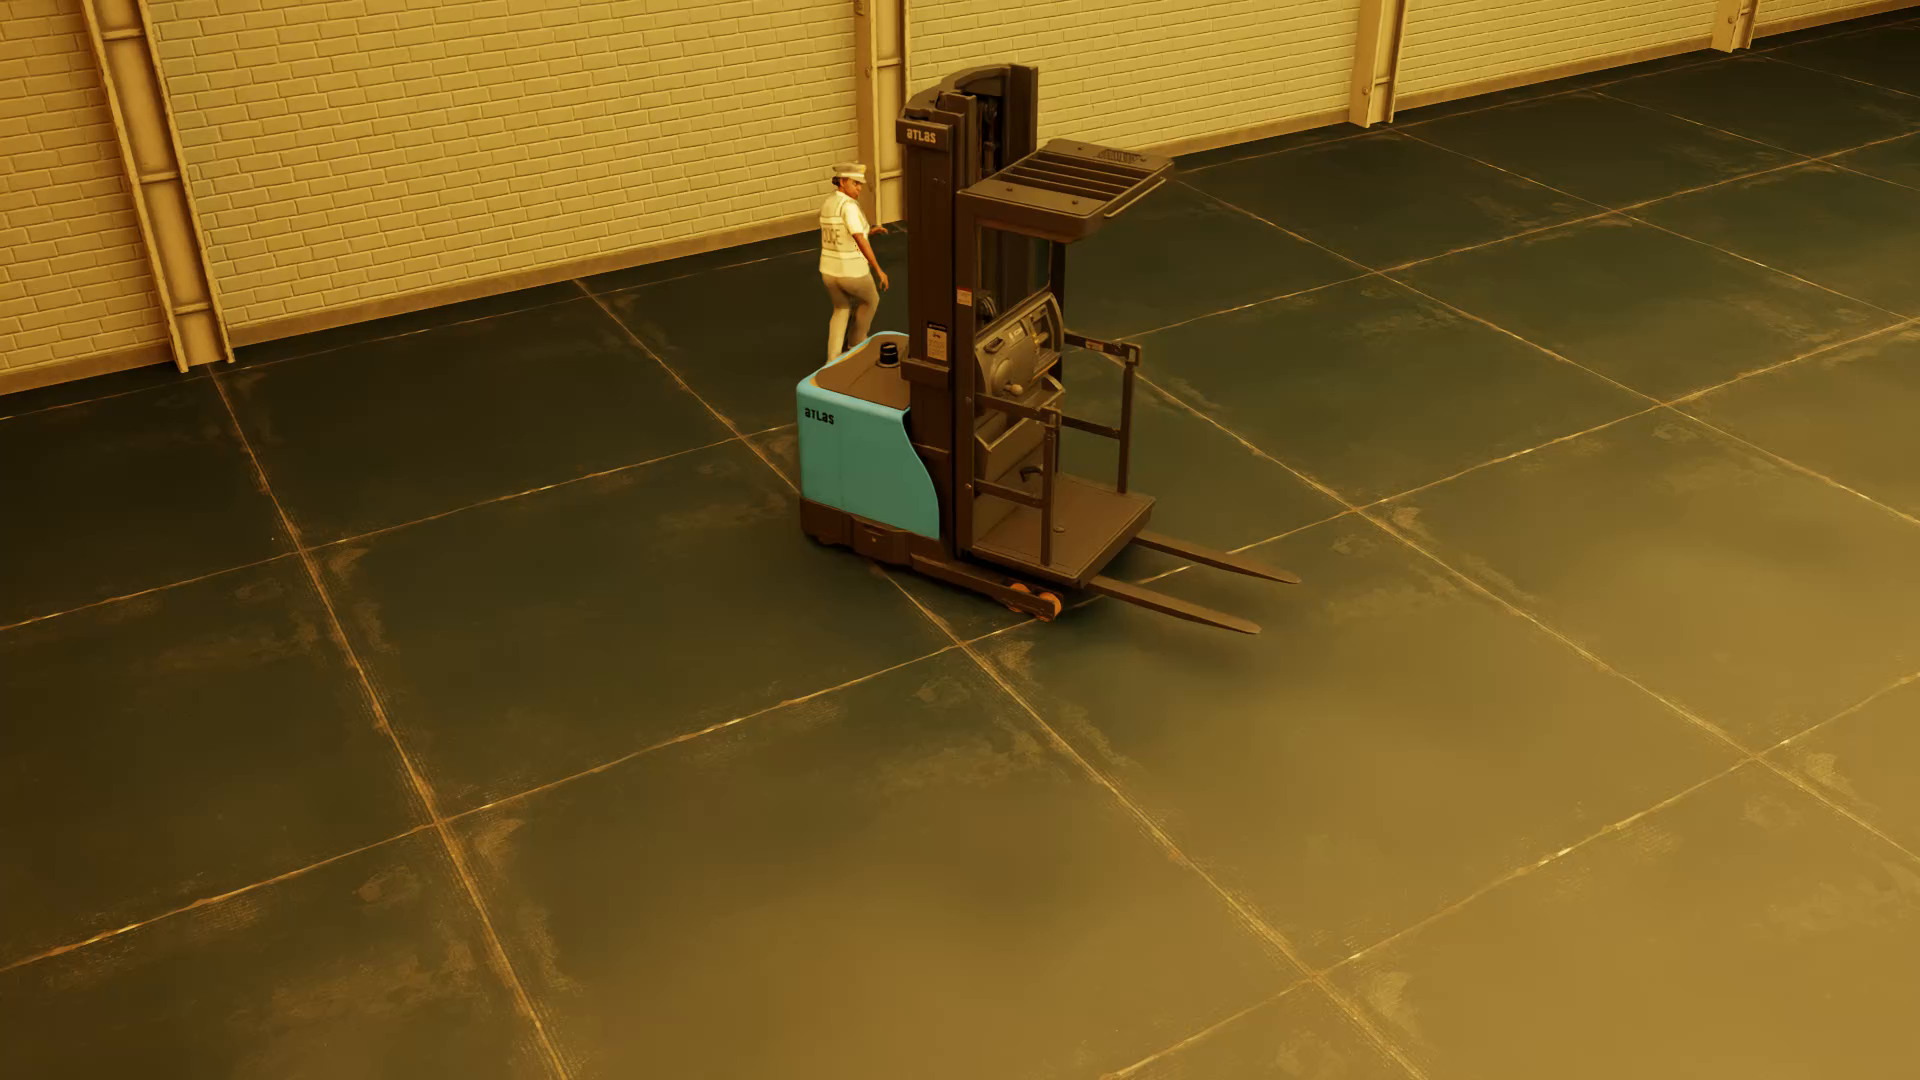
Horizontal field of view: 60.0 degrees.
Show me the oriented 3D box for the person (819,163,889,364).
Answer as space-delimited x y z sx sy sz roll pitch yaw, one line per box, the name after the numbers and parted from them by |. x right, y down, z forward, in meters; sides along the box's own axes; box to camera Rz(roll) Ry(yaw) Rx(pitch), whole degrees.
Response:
-0.712 -2.047 12.440 0.757 1.561 0.808 21 37 31 | person

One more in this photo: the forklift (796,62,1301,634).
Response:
0.523 -1.096 9.477 3.031 2.935 1.130 17 35 26 | forklift
